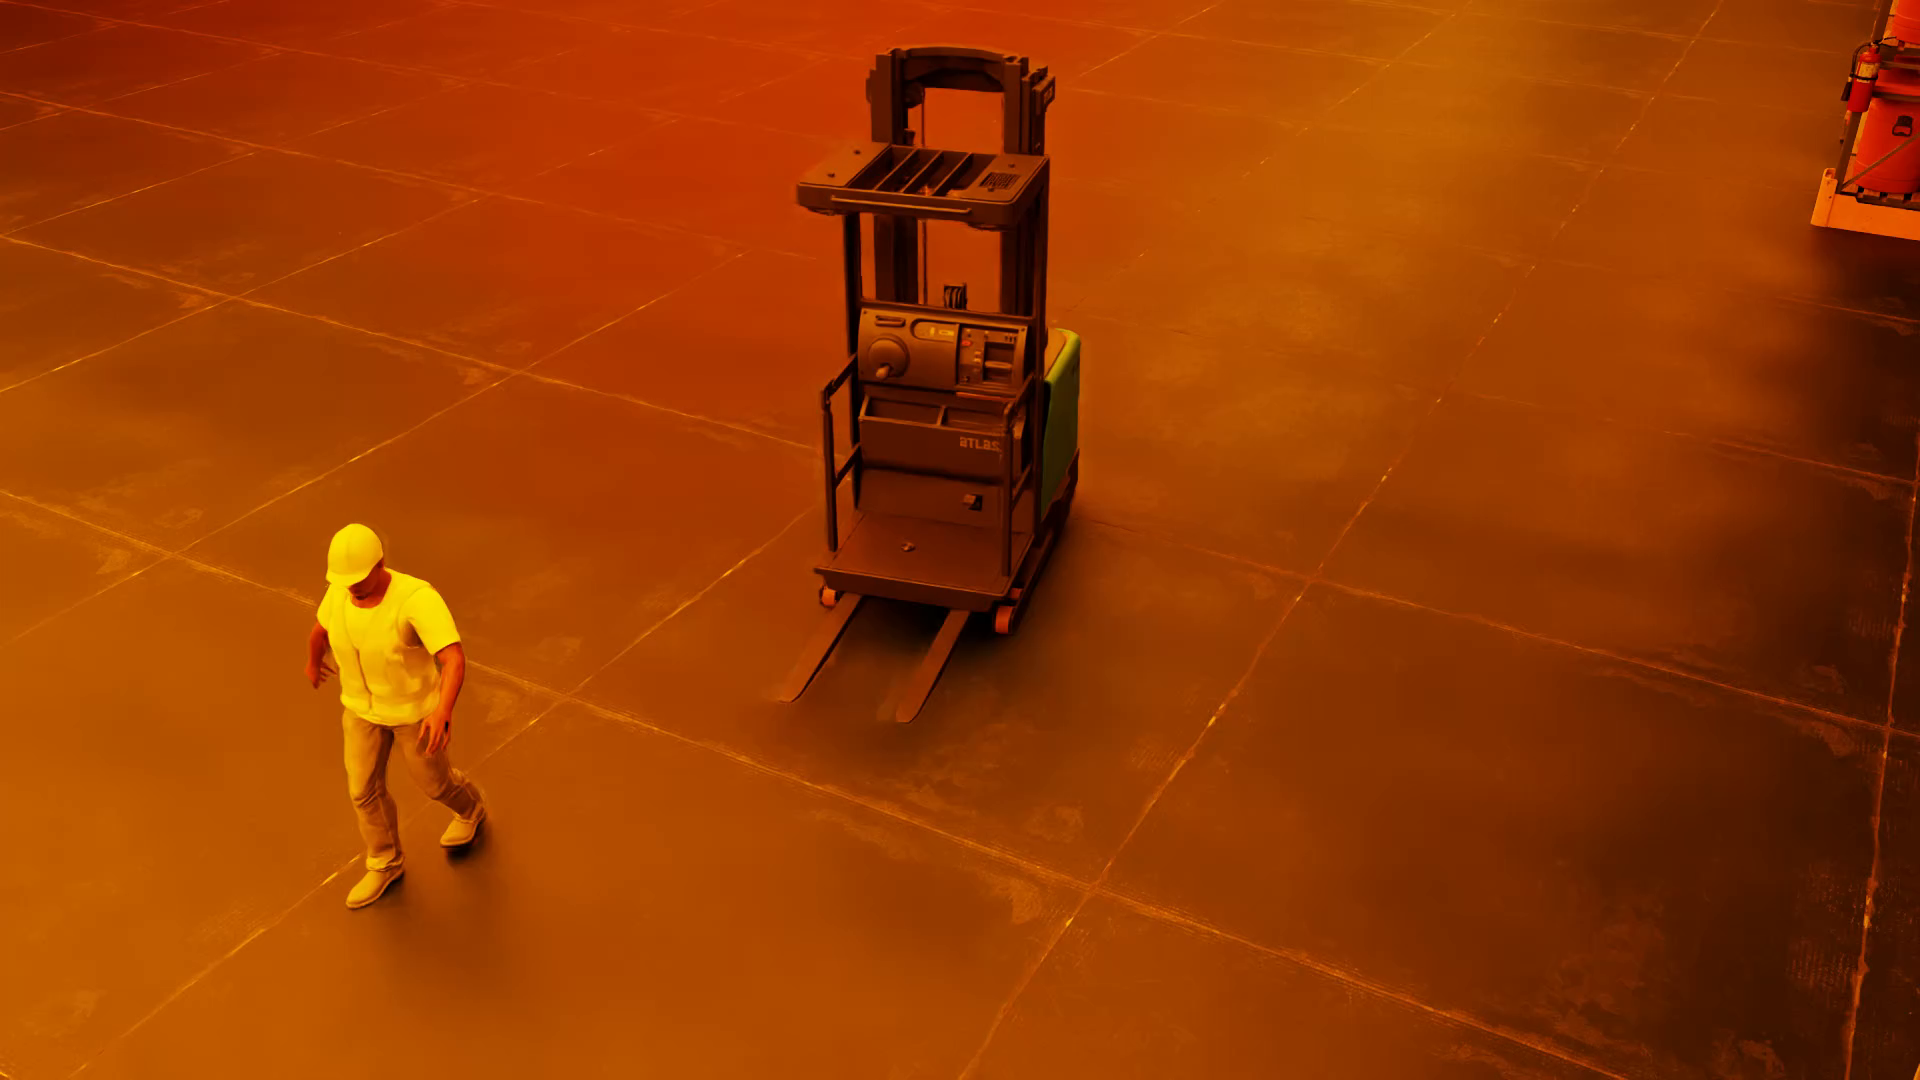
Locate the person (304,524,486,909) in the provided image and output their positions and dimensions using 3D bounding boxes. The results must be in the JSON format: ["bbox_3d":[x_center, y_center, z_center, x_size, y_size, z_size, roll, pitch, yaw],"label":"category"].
[{"bbox_3d":[-2.443,0.707,7.043,1.009,1.745,0.760,8,31,14],"label":"person"}]

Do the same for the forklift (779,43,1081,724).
[{"bbox_3d":[-0.154,-0.966,8.745,1.130,2.935,3.031,8,31,14],"label":"forklift"}]
